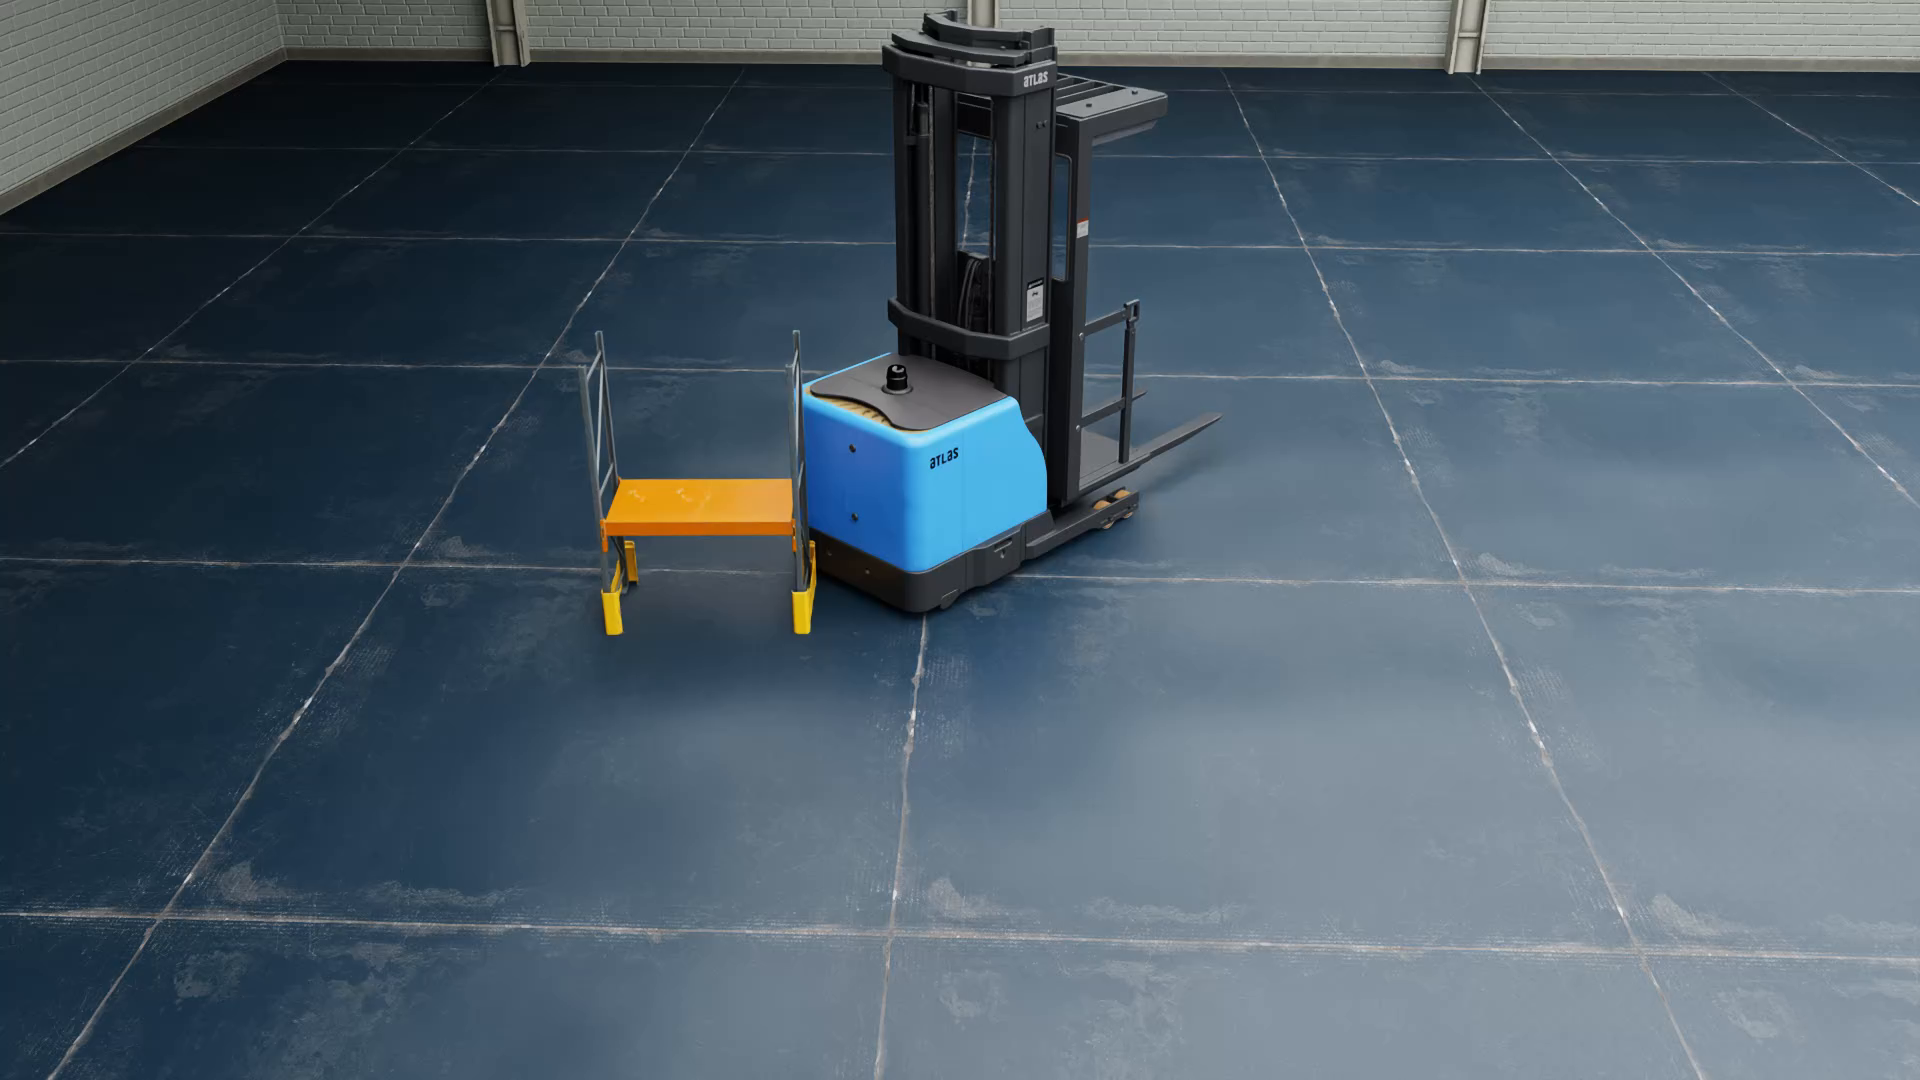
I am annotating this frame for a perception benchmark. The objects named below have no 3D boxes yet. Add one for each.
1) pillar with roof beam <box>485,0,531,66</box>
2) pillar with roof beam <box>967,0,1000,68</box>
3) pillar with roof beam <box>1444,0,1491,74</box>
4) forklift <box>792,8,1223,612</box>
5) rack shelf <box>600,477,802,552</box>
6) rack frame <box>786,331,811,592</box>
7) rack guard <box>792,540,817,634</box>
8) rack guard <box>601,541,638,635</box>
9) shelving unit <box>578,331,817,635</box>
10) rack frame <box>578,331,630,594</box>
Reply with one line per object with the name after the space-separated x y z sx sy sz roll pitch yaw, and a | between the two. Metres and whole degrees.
-5.858 -8.036 15.301 0.400 9.000 9.100 1 28 2 | pillar with roof beam
0.138 -7.937 15.114 0.400 9.000 9.100 1 28 2 | pillar with roof beam
6.134 -7.837 14.927 0.400 9.000 9.100 1 28 2 | pillar with roof beam
0.429 -1.508 9.465 1.130 2.935 3.031 24 36 37 | forklift
-1.350 -0.141 8.798 1.000 0.185 0.538 0 28 0 | rack shelf
-0.841 -0.302 8.718 0.032 1.500 0.500 0 28 0 | rack frame
-0.843 0.250 9.011 0.087 0.250 0.587 0 28 0 | rack guard
-1.839 0.255 9.002 0.087 0.250 0.587 0 28 0 | rack guard
-1.341 -0.300 8.714 1.083 1.500 0.587 0 28 0 | shelving unit
-1.858 -0.297 8.710 0.032 1.500 0.500 0 28 0 | rack frame
